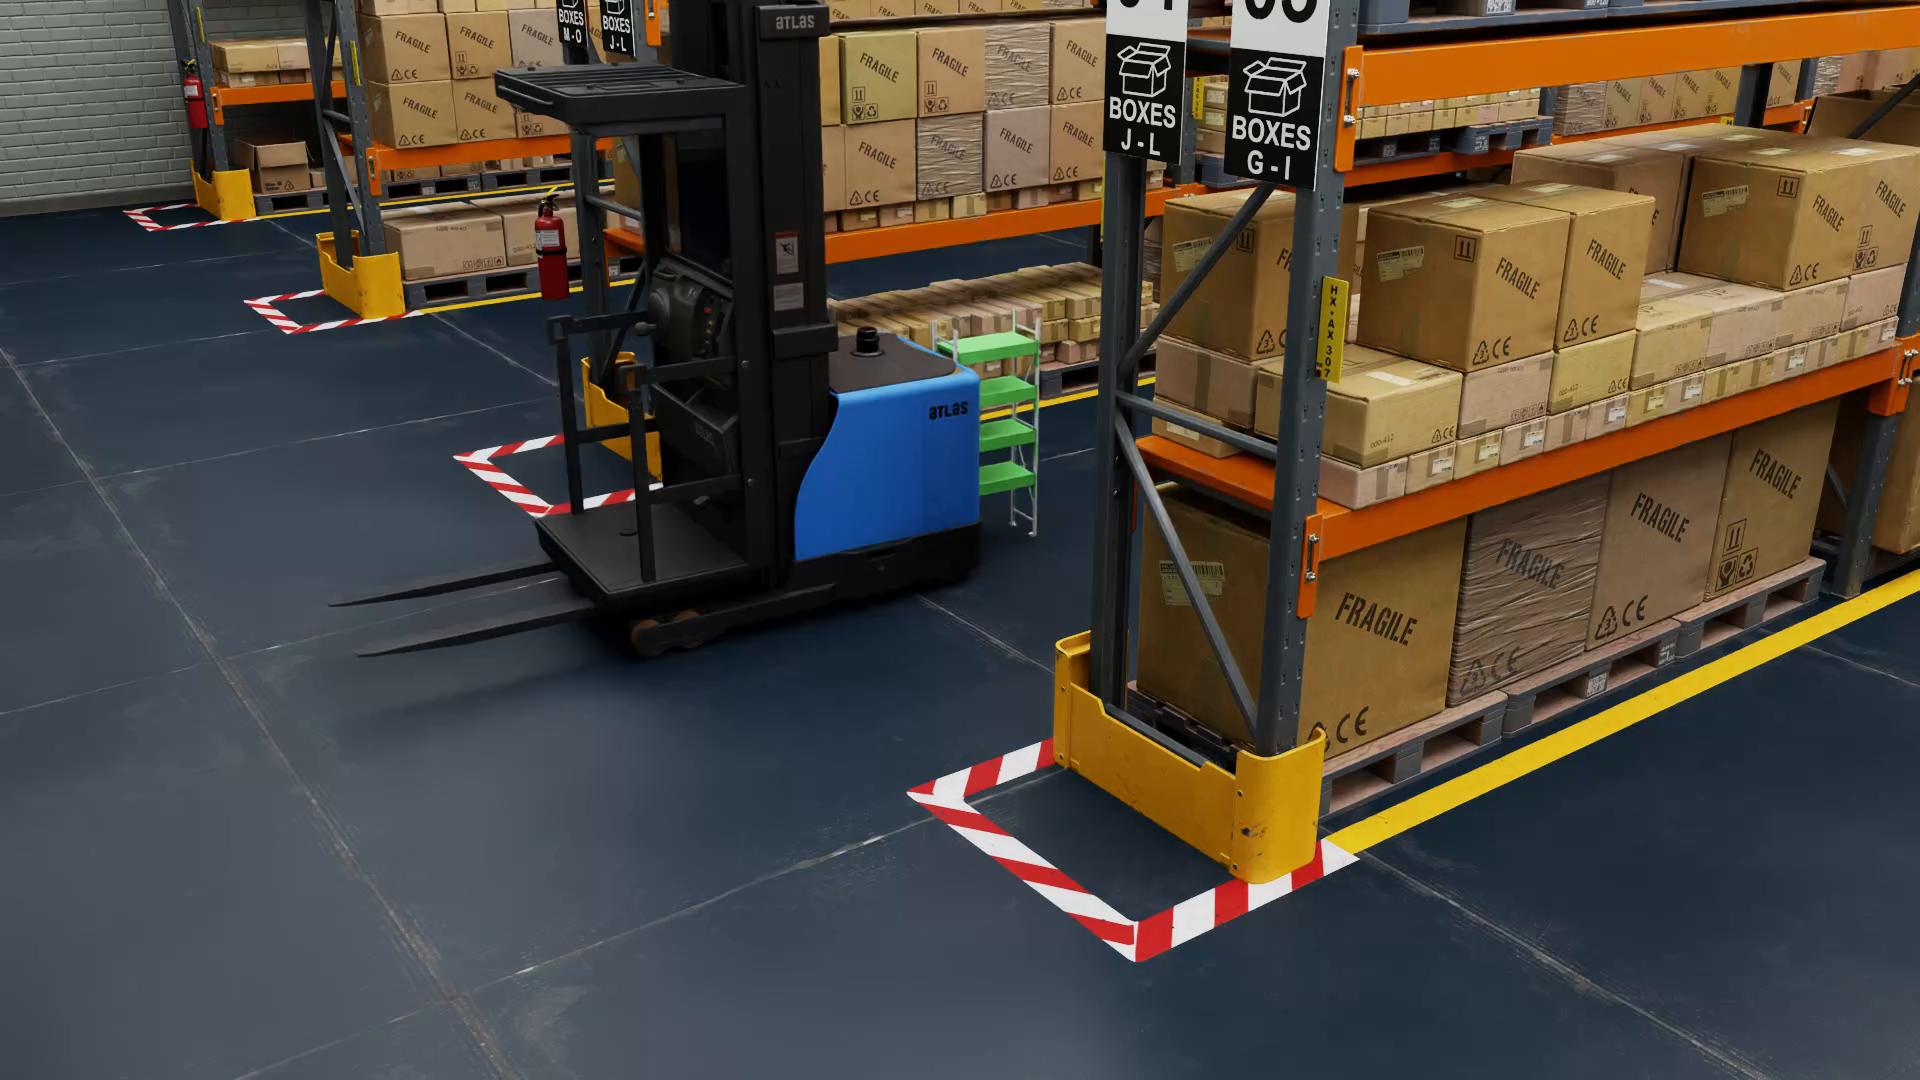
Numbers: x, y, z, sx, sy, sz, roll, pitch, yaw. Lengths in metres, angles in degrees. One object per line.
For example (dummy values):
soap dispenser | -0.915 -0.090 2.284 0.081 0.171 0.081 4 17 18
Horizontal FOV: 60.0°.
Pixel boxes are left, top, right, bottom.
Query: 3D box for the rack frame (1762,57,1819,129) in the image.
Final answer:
rack frame | 7.775 -4.500 16.126 0.127 3.000 1.000 -15 26 -33

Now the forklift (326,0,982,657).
forklift | -1.420 -1.052 7.578 3.031 2.935 1.130 -12 25 -28

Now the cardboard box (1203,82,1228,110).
cardboard box | 1.870 -3.070 11.512 0.250 0.149 0.380 -13 25 -30

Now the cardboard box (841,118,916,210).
cardboard box | -0.615 -2.327 10.144 0.500 0.500 0.500 -15 26 -32

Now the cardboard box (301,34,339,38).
cardboard box | -6.798 -5.327 18.000 0.500 0.250 0.500 -14 26 -31

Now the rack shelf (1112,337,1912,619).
rack shelf | 2.473 -0.487 7.040 4.000 0.370 1.077 -15 26 -33

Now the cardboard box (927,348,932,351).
cardboard box | -0.361 -1.250 10.859 0.250 0.149 0.380 -13 25 -30

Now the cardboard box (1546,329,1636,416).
cardboard box | 2.224 -0.702 6.408 0.500 0.250 0.500 -16 27 -35

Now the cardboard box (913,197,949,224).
cardboard box | -0.275 -2.110 10.476 0.250 0.149 0.380 -14 26 -31

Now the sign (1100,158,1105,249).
sign | 0.543 -1.202 5.980 0.005 0.325 0.100 -15 26 -33

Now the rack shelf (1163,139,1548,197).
rack shelf | 2.905 -2.867 13.004 4.000 0.370 1.077 -15 26 -33

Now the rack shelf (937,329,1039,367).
rack shelf | 0.135 -0.956 8.550 0.480 0.148 0.258 -12 25 -28

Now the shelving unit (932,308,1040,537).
shelving unit | 0.135 -0.569 8.705 0.503 1.200 0.258 -12 25 -28

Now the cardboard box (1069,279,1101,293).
cardboard box | 0.960 -1.693 11.569 0.250 0.149 0.380 -15 26 -32

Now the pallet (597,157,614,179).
pallet | -3.955 -4.620 20.190 1.213 0.211 1.003 -15 26 -33

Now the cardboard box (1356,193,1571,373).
cardboard box | 1.802 -0.936 5.984 0.500 0.500 0.500 -16 27 -34

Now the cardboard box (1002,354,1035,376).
cardboard box | 0.322 -1.228 11.206 0.250 0.149 0.380 -15 26 -33

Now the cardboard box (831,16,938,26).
cardboard box | -0.484 -3.066 10.646 0.500 0.500 0.500 -16 27 -35

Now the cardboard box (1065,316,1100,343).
cardboard box | 0.792 -1.488 11.456 0.250 0.149 0.380 -16 27 -35

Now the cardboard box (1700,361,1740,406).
cardboard box | 2.997 -0.695 6.929 0.250 0.149 0.380 -15 26 -34

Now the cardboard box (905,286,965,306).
cardboard box | -0.180 -1.614 11.372 0.250 0.149 0.380 -16 27 -35

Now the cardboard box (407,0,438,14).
cardboard box | -4.318 -4.253 13.149 0.250 0.149 0.380 -14 26 -32

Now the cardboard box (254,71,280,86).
cardboard box | -7.234 -4.803 17.225 0.250 0.149 0.380 -14 26 -32

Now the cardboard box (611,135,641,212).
cardboard box | -1.751 -2.262 9.981 0.500 0.500 0.500 -14 26 -32

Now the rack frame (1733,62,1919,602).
rack frame | 4.096 -1.254 7.992 0.127 3.000 1.000 -15 26 -33

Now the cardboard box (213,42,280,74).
cardboard box | -7.315 -4.948 17.050 0.500 0.250 0.500 -15 26 -33

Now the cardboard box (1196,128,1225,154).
cardboard box | 1.870 -2.793 11.622 0.250 0.149 0.380 -16 27 -35

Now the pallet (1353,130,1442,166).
pallet | 2.945 -3.104 12.887 1.213 0.211 1.003 -15 26 -33

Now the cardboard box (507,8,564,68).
cardboard box | -3.554 -4.126 13.706 0.500 0.500 0.500 -15 26 -33

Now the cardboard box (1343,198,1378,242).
cardboard box | 2.883 -2.456 12.798 0.500 0.250 0.500 -14 26 -31

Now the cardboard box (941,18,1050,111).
cardboard box | 0.217 -3.014 10.517 0.500 0.500 0.500 -14 26 -31

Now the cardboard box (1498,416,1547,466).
cardboard box | 1.956 -0.417 6.234 0.250 0.149 0.380 -15 26 -34

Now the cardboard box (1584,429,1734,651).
cardboard box | 2.783 -0.149 7.522 0.875 0.875 0.875 -15 26 -33

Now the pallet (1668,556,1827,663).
pallet | 3.433 0.182 8.155 1.213 0.211 1.003 -15 26 -33

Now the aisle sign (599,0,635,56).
aisle sign | -1.850 -3.004 8.869 0.004 0.787 0.394 -15 26 -33

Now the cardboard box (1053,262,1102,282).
cardboard box | 0.881 -1.903 12.096 0.250 0.149 0.380 -14 26 -31

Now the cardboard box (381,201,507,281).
cardboard box | -4.461 -2.548 14.124 0.875 0.438 0.875 -16 27 -35

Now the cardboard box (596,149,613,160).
cardboard box | -4.069 -4.799 19.682 0.500 0.500 0.500 -14 25 -31

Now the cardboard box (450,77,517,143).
cardboard box | -3.987 -3.552 13.614 0.500 0.500 0.500 -15 26 -34

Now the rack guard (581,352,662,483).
rack guard | -1.904 -0.758 10.121 0.348 0.500 1.175 -15 26 -33

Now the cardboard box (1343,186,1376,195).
cardboard box | 3.006 -2.727 13.477 0.500 0.250 0.500 -15 26 -32

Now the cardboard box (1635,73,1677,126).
cardboard box | 5.871 -3.916 14.528 0.500 0.500 0.500 -15 26 -33

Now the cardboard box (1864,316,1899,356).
cardboard box | 4.040 -0.973 7.626 0.250 0.149 0.380 -15 26 -33

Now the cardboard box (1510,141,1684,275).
cardboard box | 2.734 -1.426 7.211 0.500 0.500 0.500 -16 27 -34

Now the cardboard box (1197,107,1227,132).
cardboard box | 1.870 -2.932 11.567 0.250 0.149 0.380 -14 26 -32

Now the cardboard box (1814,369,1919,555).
cardboard box | 4.604 -0.607 8.670 0.875 0.875 1.225 -15 26 -33

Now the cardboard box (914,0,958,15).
cardboard box | -0.361 -4.981 15.848 0.500 0.500 0.500 -16 27 -34

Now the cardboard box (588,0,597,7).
cardboard box | -3.205 -4.498 13.763 0.250 0.149 0.380 -16 27 -34

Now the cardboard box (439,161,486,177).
cardboard box | -5.729 -4.398 18.677 0.500 0.500 0.700 -16 27 -35

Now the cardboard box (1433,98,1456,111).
cardboard box | 3.559 -3.383 12.699 0.250 0.149 0.380 -15 26 -33

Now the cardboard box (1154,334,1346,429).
cardboard box | 1.087 -0.642 6.258 0.500 0.250 0.500 -15 26 -34

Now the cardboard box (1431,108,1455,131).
cardboard box | 3.563 -3.247 12.758 0.250 0.149 0.380 -16 27 -35

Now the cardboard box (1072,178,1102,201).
cardboard box | 0.789 -2.391 11.179 0.250 0.149 0.380 -14 26 -31

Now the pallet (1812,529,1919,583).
pallet | 4.678 -0.149 8.984 1.213 0.211 1.003 -15 26 -33

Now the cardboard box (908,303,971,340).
cardboard box | -0.137 -1.435 10.922 0.250 0.149 0.380 -15 26 -33
